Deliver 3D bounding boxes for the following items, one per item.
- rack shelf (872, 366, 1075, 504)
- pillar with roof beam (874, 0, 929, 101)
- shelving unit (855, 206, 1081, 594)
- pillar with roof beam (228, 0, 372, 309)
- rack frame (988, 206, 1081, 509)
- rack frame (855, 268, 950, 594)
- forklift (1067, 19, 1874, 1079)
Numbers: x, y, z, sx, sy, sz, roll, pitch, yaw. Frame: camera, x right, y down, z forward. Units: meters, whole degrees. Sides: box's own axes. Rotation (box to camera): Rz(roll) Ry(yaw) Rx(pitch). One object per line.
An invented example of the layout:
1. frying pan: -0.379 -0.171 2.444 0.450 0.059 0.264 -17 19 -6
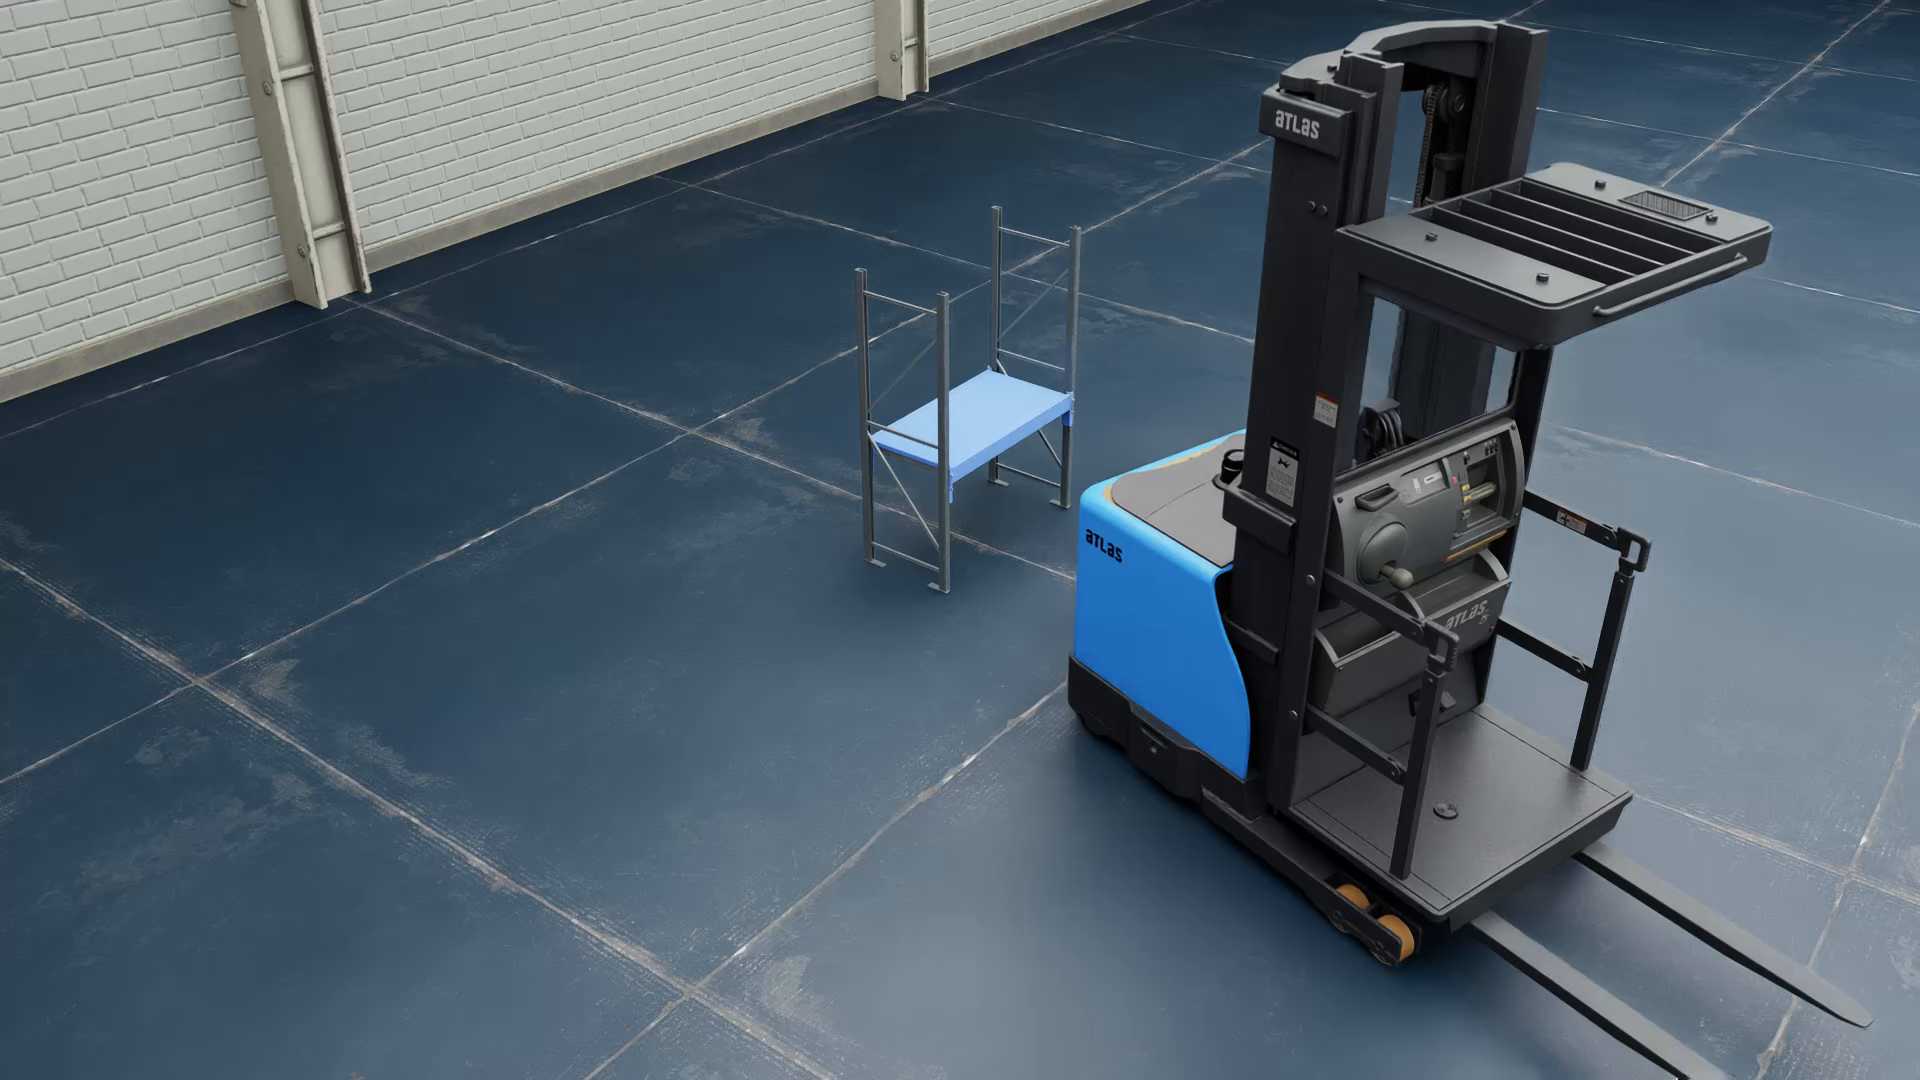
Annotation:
1. rack shelf: 0.052 -0.525 8.018 0.538 0.185 1.000 21 37 31
2. pillar with roof beam: 2.911 -6.607 10.572 9.100 9.000 0.400 21 37 31
3. shelving unit: 0.052 -0.680 7.926 0.538 1.500 1.048 21 37 31
4. pillar with roof beam: -0.711 -4.168 6.457 9.100 9.000 0.400 21 37 31
5. rack frame: 0.358 -0.887 8.275 0.500 1.500 0.032 21 37 31
6. rack frame: -0.255 -0.473 7.577 0.500 1.500 0.032 21 37 31
7. forklift: 1.727 -0.075 5.502 1.130 2.935 3.031 -21 36 -31
